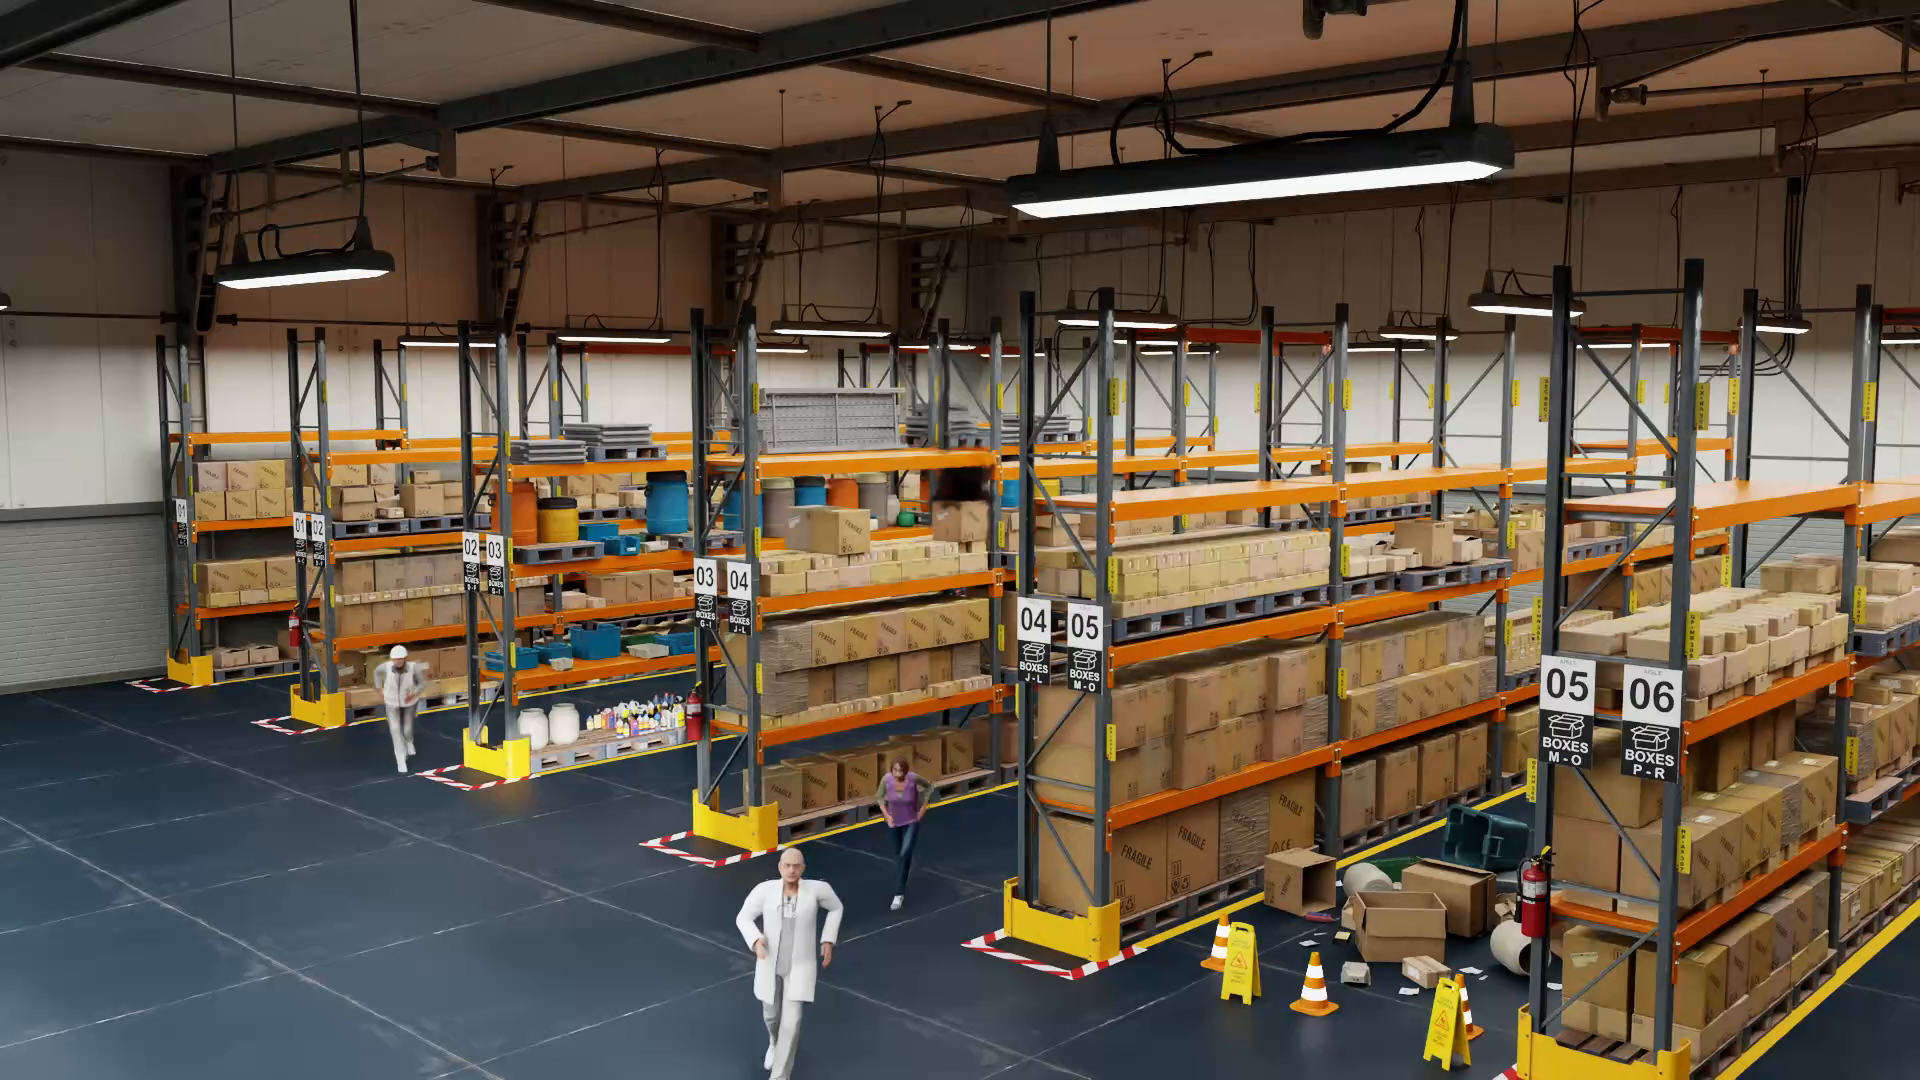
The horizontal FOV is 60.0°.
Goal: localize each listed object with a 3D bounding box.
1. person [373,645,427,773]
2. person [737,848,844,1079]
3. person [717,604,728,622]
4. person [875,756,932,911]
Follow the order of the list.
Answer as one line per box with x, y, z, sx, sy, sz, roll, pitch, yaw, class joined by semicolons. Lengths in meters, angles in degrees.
-7.552;2.232;22.495;0.697;1.731;1.050;-1;5;-12;person
-1.259;3.138;12.148;0.750;1.801;1.012;1;5;6;person
-4.620;1.115;33.456;0.652;1.803;0.983;5;8;45;person
-0.557;2.856;16.720;0.569;1.547;0.912;0;5;2;person
